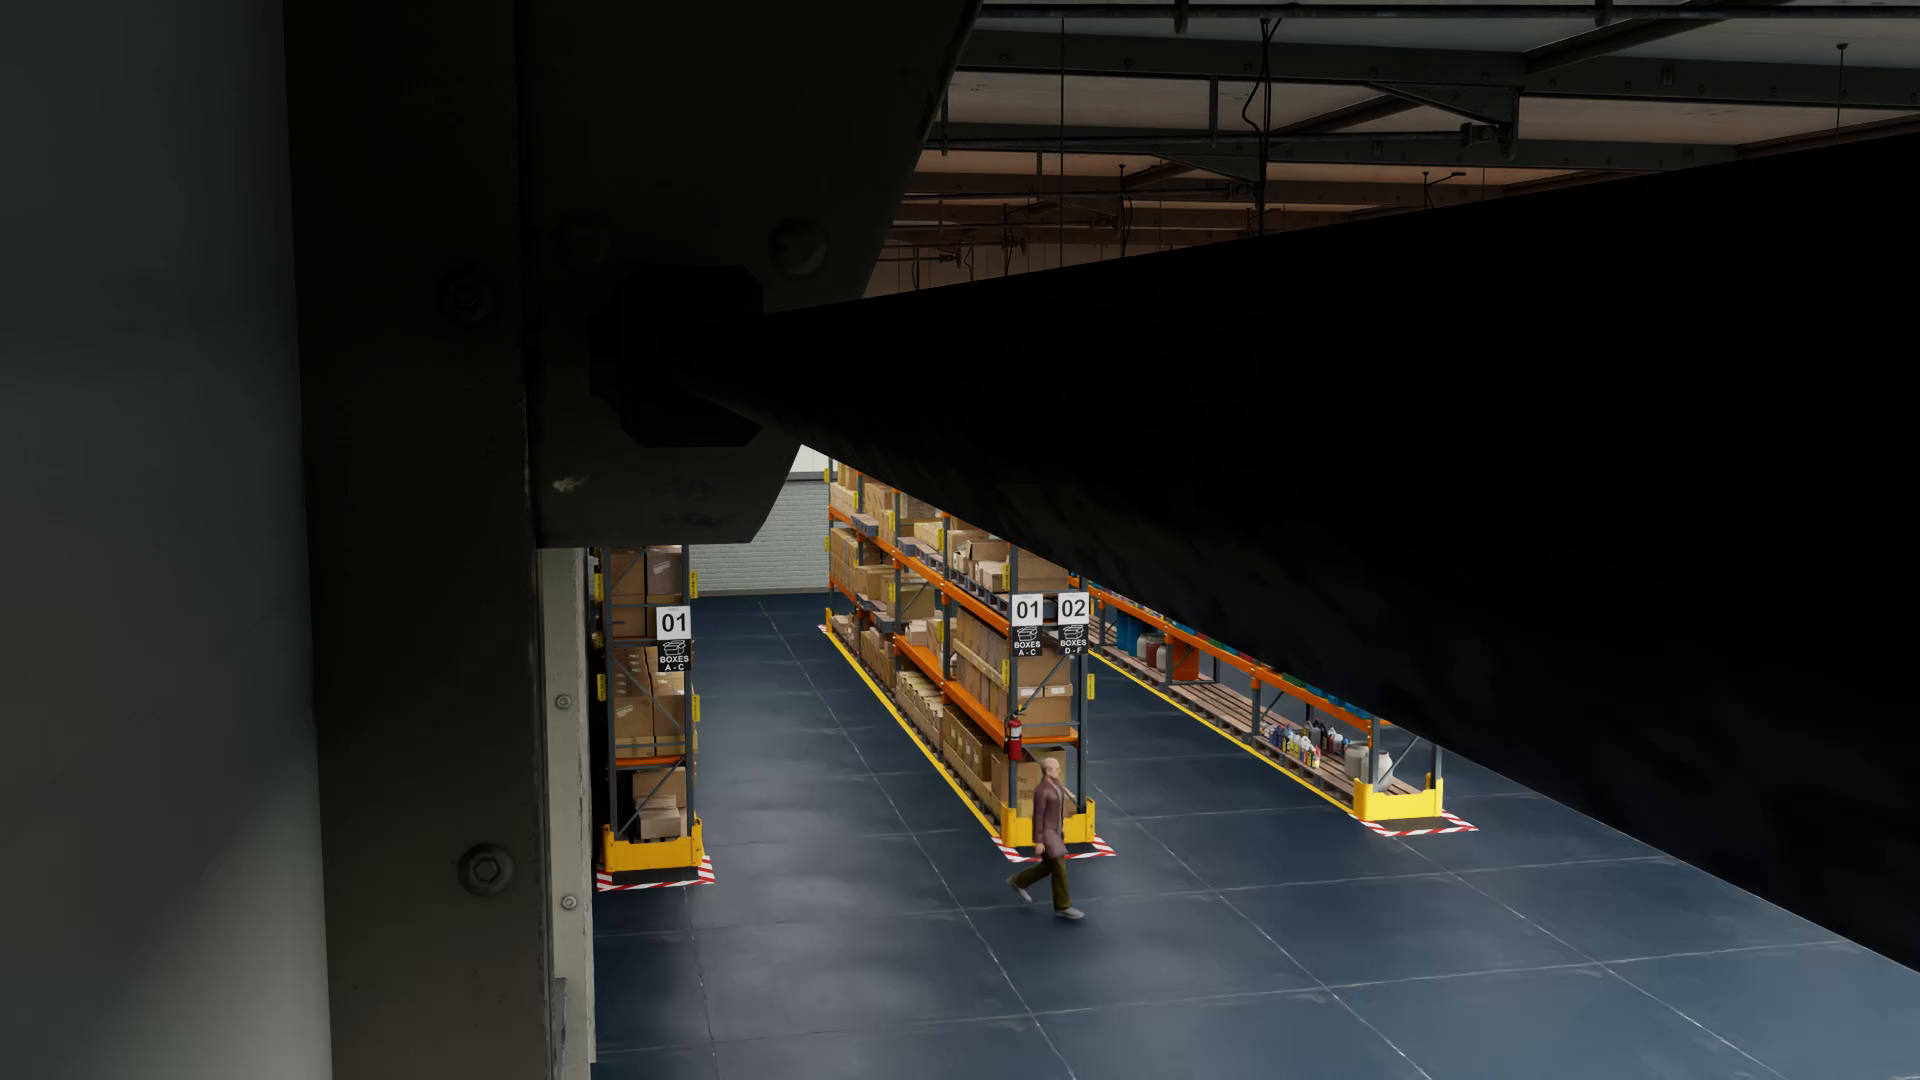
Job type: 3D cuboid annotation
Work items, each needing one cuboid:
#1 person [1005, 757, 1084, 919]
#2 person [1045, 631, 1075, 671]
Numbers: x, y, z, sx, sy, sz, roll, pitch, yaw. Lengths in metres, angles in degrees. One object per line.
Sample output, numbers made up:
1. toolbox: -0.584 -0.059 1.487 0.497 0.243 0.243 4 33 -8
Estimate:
1. person: 0.960 3.267 18.465 0.966 1.749 0.644 2 7 20
2. person: 1.829 1.935 30.080 0.751 1.689 0.645 0 7 -2
